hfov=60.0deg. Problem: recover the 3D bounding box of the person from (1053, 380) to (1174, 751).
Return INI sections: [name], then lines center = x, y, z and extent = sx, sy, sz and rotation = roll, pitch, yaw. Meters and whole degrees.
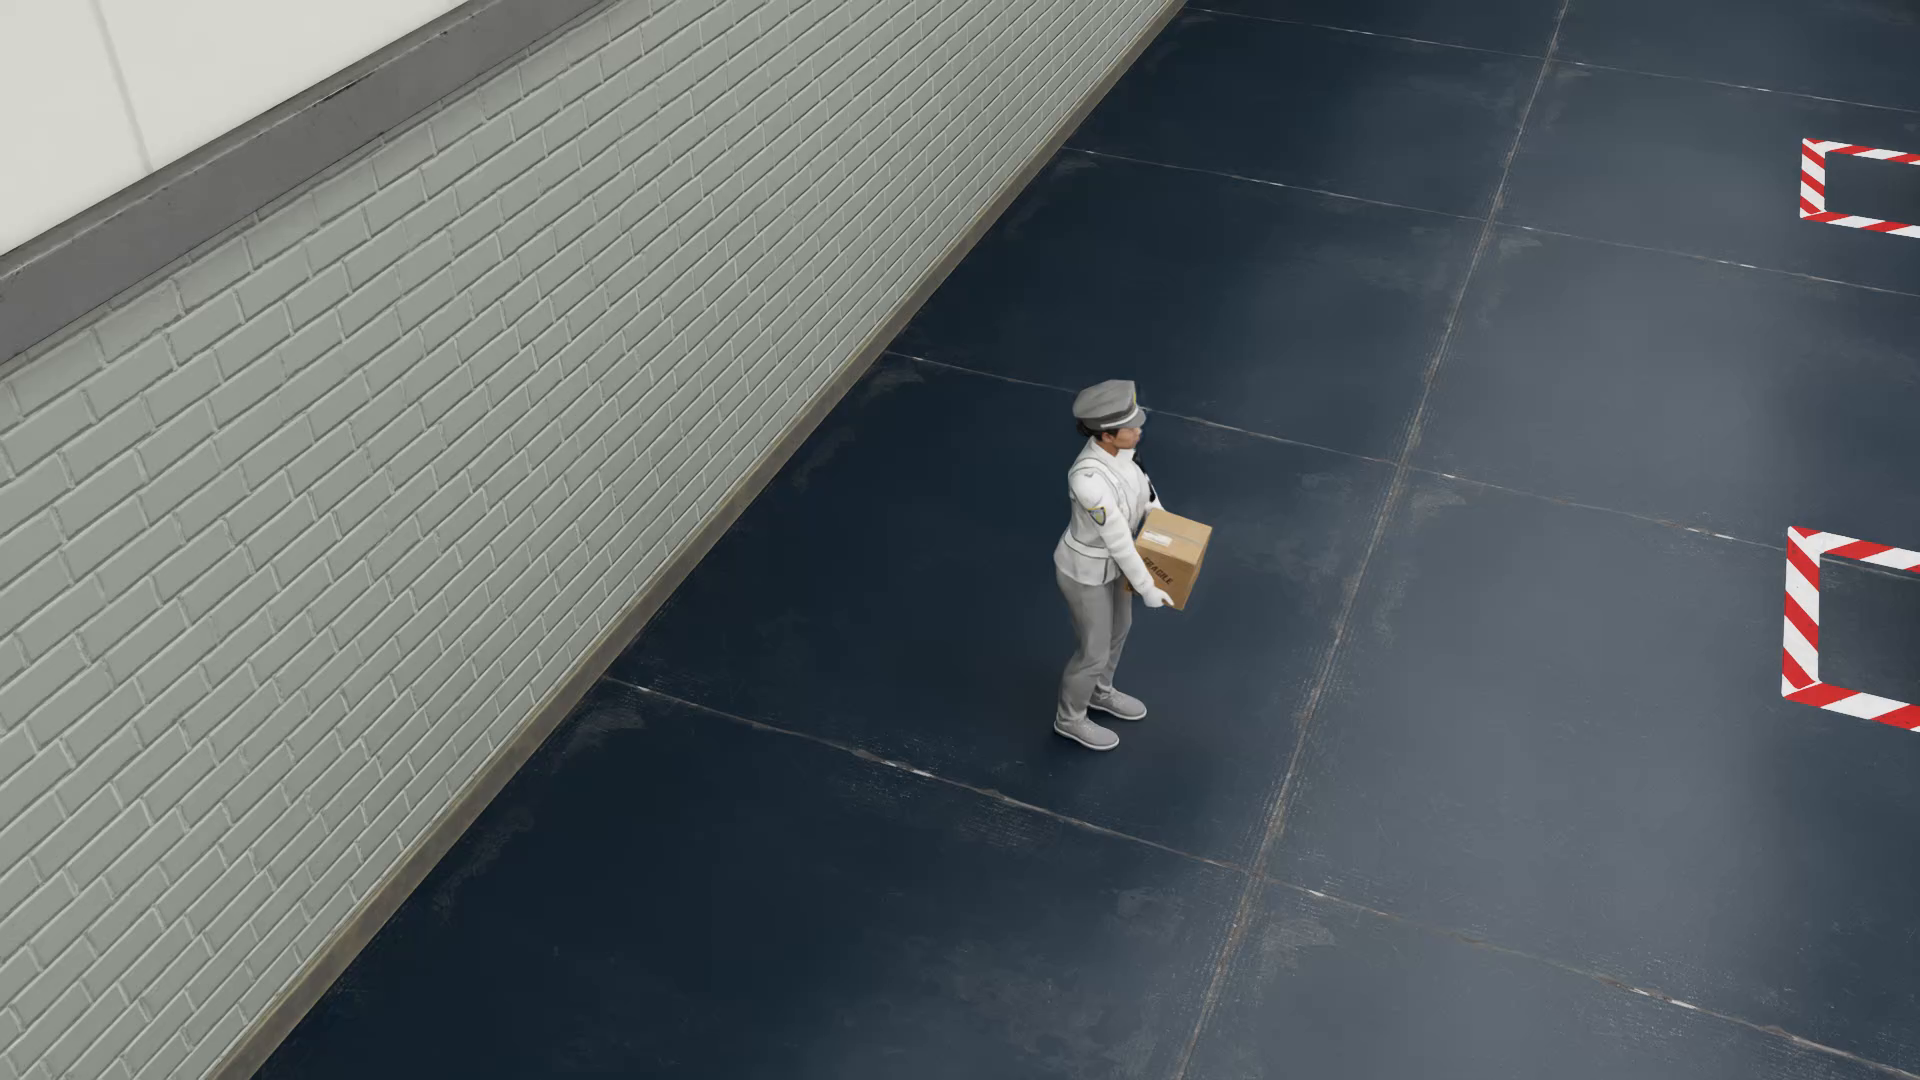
[person]
center = 0.642, 0.118, 6.654
extent = 0.522, 1.687, 0.416
rotation = 13, 40, 17
